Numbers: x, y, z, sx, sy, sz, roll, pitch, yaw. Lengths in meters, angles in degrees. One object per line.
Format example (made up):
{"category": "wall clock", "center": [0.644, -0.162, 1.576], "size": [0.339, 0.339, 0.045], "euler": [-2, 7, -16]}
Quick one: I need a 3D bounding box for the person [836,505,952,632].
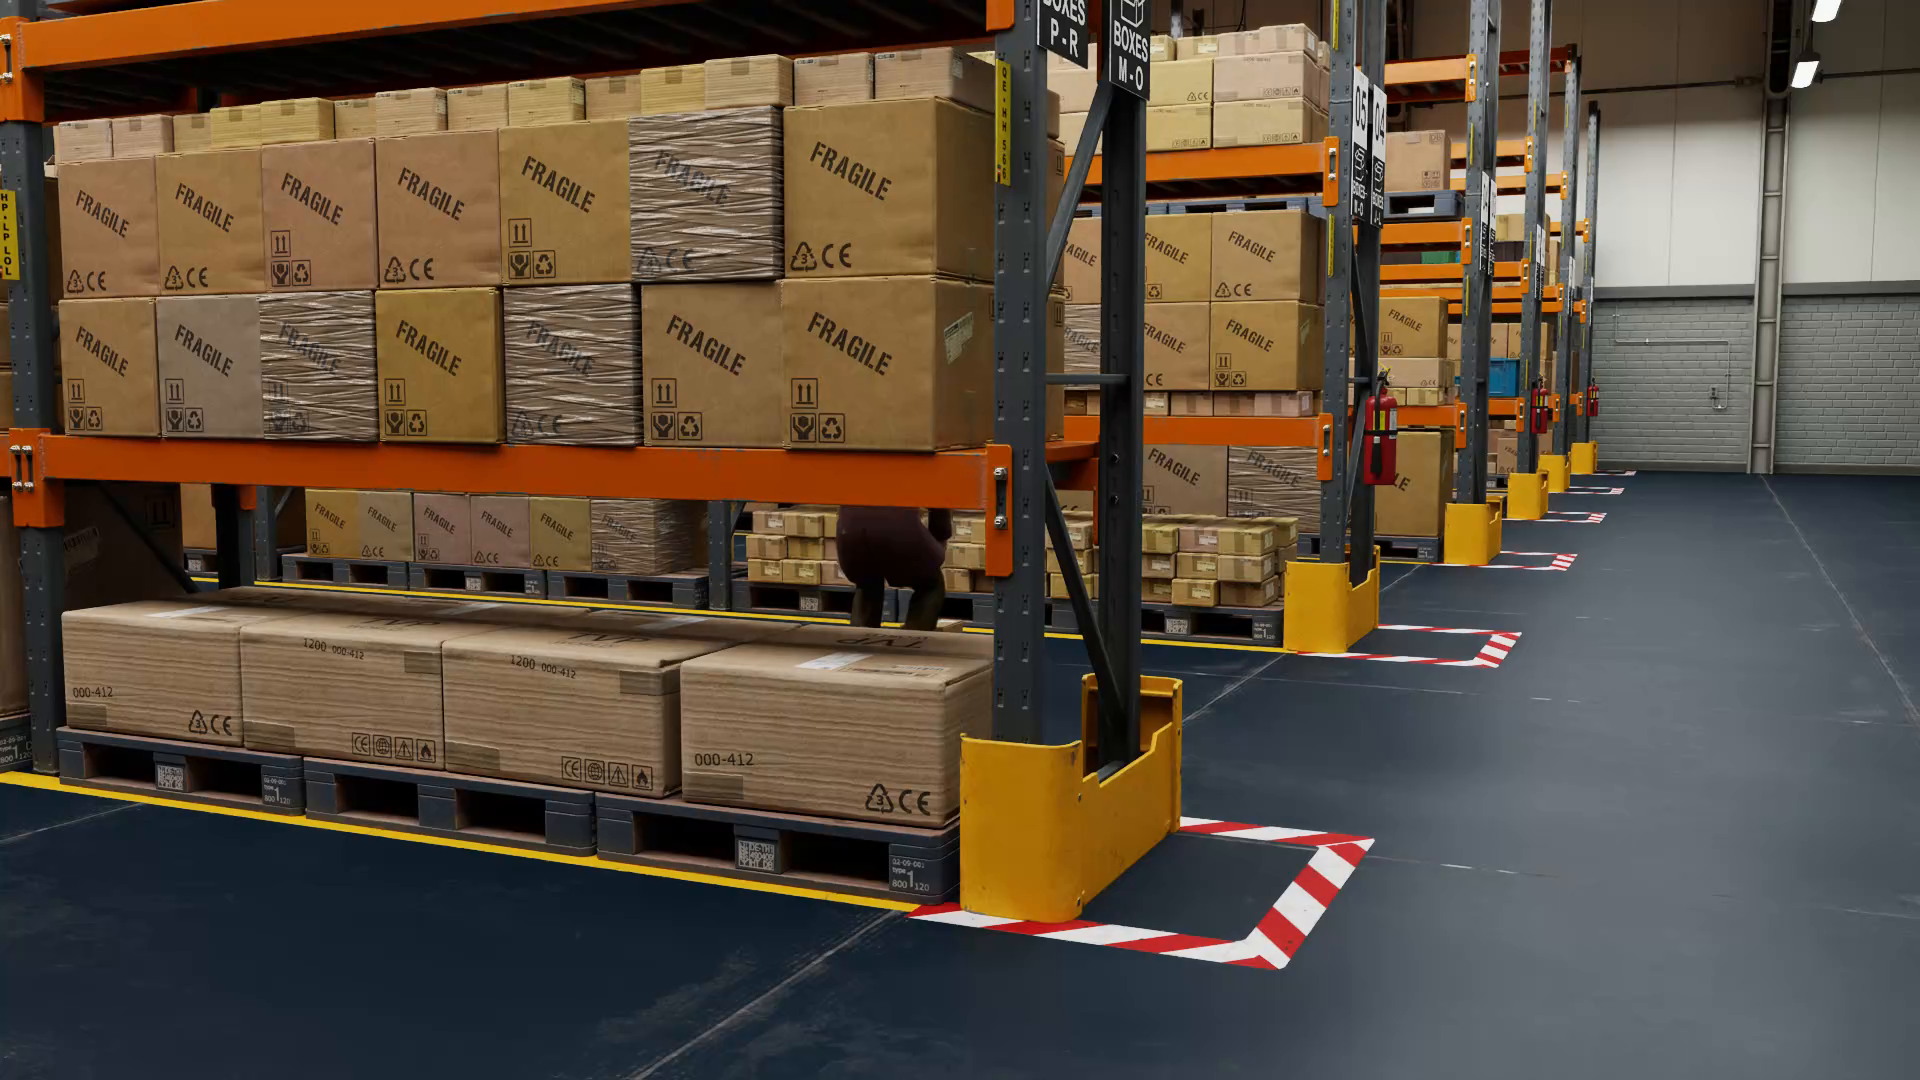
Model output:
{"category": "person", "center": [-0.365, -0.046, 8.245], "size": [0.626, 1.536, 0.636], "euler": [2, 6, 24]}
